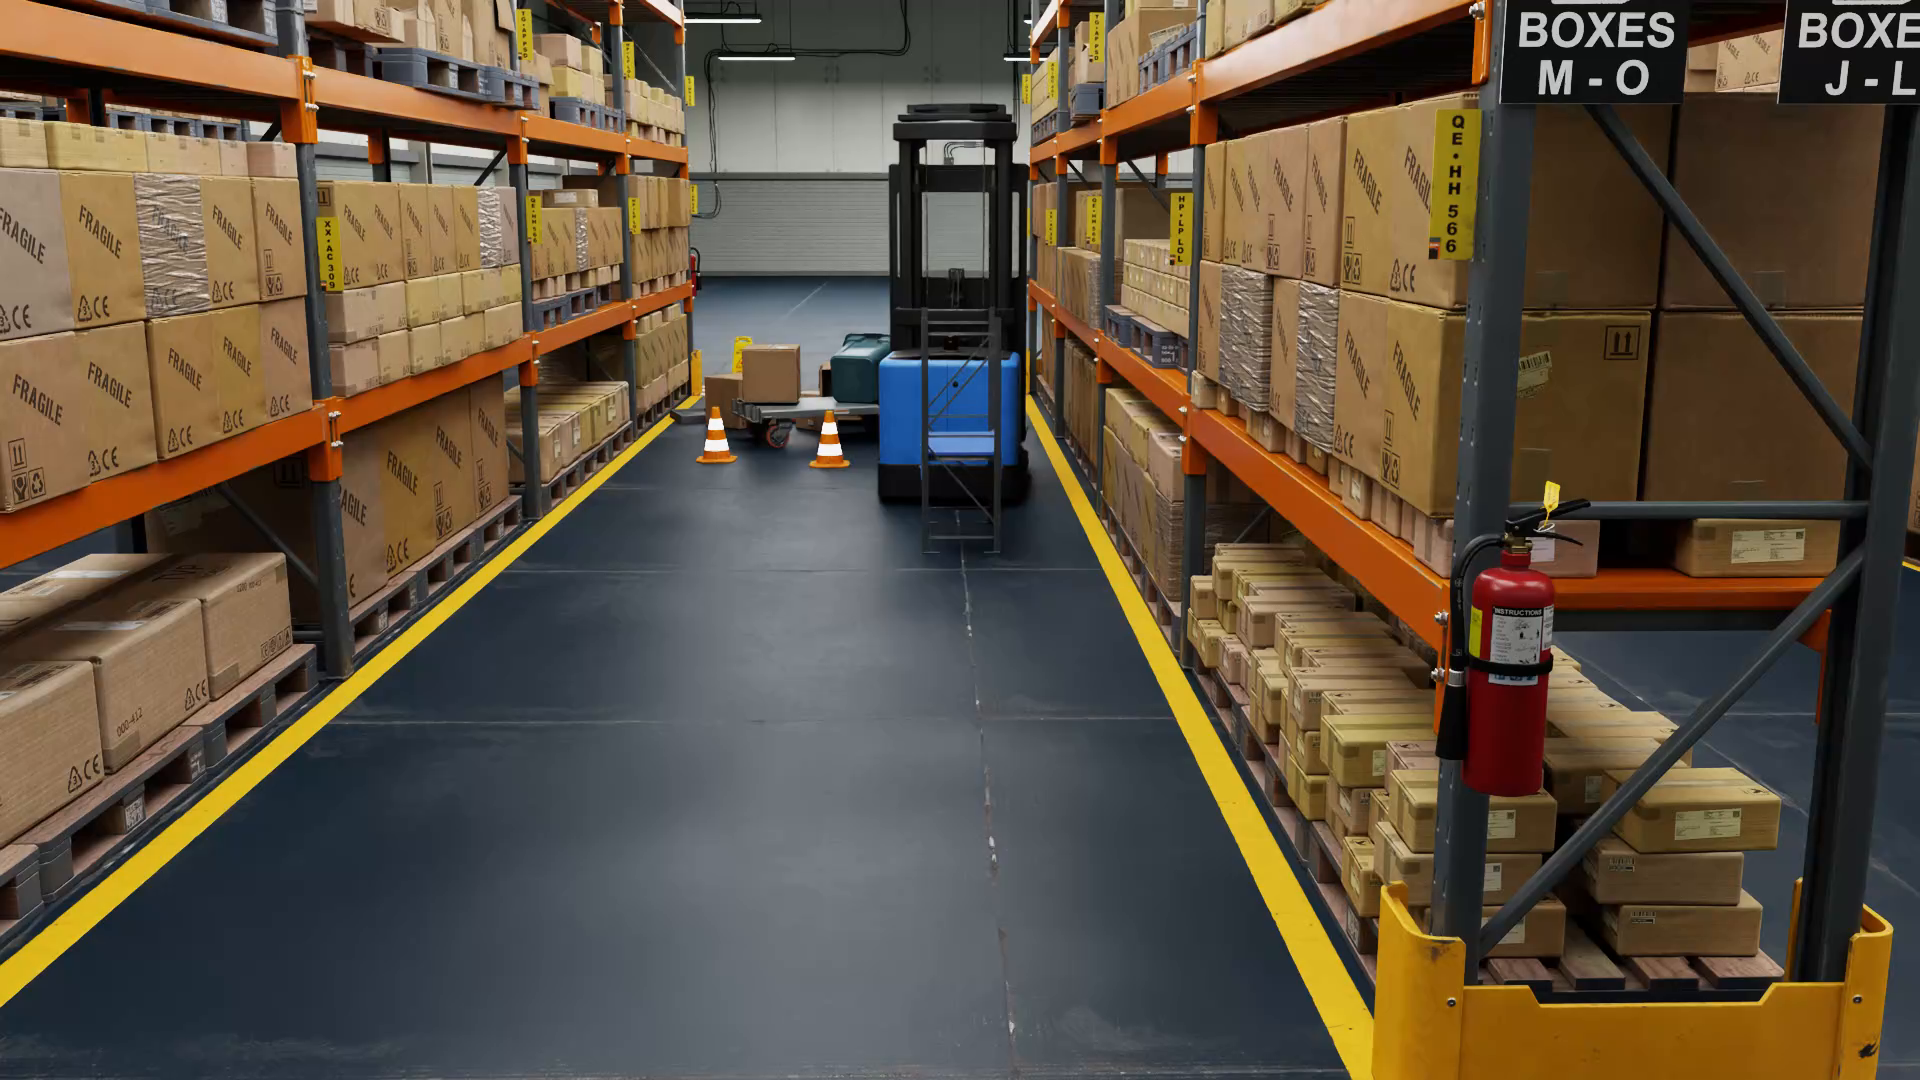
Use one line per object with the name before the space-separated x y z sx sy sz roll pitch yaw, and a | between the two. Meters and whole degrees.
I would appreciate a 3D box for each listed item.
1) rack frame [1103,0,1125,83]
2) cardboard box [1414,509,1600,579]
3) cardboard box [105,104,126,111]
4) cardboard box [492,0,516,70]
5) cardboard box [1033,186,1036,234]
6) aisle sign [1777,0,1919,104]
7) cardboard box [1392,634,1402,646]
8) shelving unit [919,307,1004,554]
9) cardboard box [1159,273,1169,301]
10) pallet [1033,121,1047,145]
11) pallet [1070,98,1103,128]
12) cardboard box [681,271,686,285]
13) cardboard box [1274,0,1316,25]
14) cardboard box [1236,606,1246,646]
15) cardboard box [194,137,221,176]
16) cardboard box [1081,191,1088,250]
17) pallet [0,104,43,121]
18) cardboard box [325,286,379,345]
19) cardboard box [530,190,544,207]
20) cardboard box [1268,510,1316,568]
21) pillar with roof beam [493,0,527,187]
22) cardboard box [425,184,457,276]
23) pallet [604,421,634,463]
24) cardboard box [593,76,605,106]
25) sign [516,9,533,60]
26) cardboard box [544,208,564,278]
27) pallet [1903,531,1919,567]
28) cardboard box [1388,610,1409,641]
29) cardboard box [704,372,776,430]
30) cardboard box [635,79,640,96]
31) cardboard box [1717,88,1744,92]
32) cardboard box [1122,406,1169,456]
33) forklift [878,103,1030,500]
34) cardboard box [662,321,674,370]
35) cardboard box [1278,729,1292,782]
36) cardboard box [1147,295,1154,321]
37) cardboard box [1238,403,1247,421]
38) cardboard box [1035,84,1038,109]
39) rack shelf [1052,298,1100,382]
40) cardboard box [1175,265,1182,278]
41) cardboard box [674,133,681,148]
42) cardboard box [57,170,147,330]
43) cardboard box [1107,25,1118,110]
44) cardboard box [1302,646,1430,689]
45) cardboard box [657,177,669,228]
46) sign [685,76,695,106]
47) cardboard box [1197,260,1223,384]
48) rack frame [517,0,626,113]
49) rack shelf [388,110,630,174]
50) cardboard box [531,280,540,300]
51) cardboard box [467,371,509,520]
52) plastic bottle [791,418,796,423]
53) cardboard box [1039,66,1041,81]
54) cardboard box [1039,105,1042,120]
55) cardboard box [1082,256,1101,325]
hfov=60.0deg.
rack frame | 1.484 -4.592 11.060 1.000 3.000 0.127 0 11 -1
cardboard box | 1.360 -0.002 4.157 0.380 0.149 0.250 0 11 -1
cardboard box | -8.281 -4.233 15.751 0.500 0.311 0.500 0 11 0
cardboard box | -3.304 -3.263 10.741 0.797 0.503 0.637 -1 12 -5
cardboard box | 1.288 -3.771 19.008 0.875 0.550 0.550 0 11 -1
aisle sign | 1.951 -1.322 3.494 0.394 0.787 0.004 0 11 -1
cardboard box | 1.864 0.458 6.623 0.380 0.149 0.250 0 11 0
shelving unit | -0.002 -0.752 10.994 0.538 1.500 1.048 0 11 -1
cardboard box | 1.330 -1.425 9.368 0.380 0.149 0.250 0 11 -1
pallet | 1.345 -4.521 18.479 1.003 0.211 1.213 0 11 -1
pallet | 1.392 -3.379 13.102 1.003 0.211 1.213 0 11 1
cardboard box | -3.290 -2.955 18.713 0.380 0.149 0.250 0 11 -2
cardboard box | 1.330 -1.853 5.481 0.500 0.250 0.500 0 11 1
cardboard box | 1.391 0.361 7.104 0.380 0.149 0.250 0 11 -1
cardboard box | -3.163 -1.511 6.564 0.380 0.149 0.250 0 11 -1
cardboard box | 1.430 -2.785 14.476 0.700 0.500 0.500 0 11 -2
pallet | -8.477 -3.586 14.129 0.805 0.209 1.217 -1 11 -3
cardboard box | -3.107 -1.076 7.940 0.500 0.250 0.500 -1 11 -3
cardboard box | -3.889 -3.030 14.763 0.380 0.149 0.250 0 11 -1
cardboard box | 1.817 0.015 8.673 0.500 0.500 0.500 0 11 1
pillar with roof beam | -5.545 -9.574 35.619 9.100 9.000 0.548 0 11 -1
cardboard box | -3.165 -1.747 9.361 0.500 0.500 0.500 0 11 -2
pallet | -3.528 -0.885 14.891 1.003 0.211 1.213 0 11 -1
cardboard box | -3.388 -3.893 14.482 0.500 0.250 0.500 0 11 -2
sign | -2.908 -3.374 11.103 0.100 0.325 0.005 0 11 -1
cardboard box | -3.258 -2.206 12.332 0.500 0.500 0.500 0 11 2
pallet | 6.409 0.114 9.969 1.003 0.211 1.213 0 11 -1
cardboard box | 1.917 0.318 6.564 0.380 0.149 0.250 -1 11 -4
cardboard box | -2.207 -1.401 16.702 0.500 0.500 0.500 9 15 38
cardboard box | -3.256 -4.312 15.852 0.380 0.149 0.250 -1 11 -3
cardboard box | 6.159 -3.340 12.813 0.500 0.250 0.500 0 11 0
cardboard box | 1.264 -0.663 10.126 0.500 0.250 0.500 0 11 -1
forklift | 0.001 -1.980 13.448 1.130 2.935 3.031 1 11 3
cardboard box | -3.333 -2.065 17.667 0.500 0.500 0.500 -1 11 -2
cardboard box | 1.333 0.769 5.840 0.380 0.149 0.250 0 11 0
cardboard box | 1.321 -1.381 9.898 0.380 0.149 0.250 0 11 0
cardboard box | 1.383 -0.572 6.966 0.380 0.149 0.250 -1 11 -4
cardboard box | 1.084 -4.841 18.155 0.500 0.250 0.500 0 11 -2
rack shelf | 1.443 -1.697 13.688 1.077 0.370 4.000 0 11 -1
cardboard box | 1.348 -1.467 8.824 0.380 0.149 0.250 0 11 -1
cardboard box | -3.303 -4.429 18.436 0.380 0.149 0.250 0 11 -1
cardboard box | -3.070 -0.961 5.484 0.500 0.500 0.500 0 11 -1
cardboard box | 1.230 -3.056 10.783 0.500 0.500 0.500 0 11 -1
cardboard box | 1.407 0.475 5.790 0.380 0.149 0.250 -1 11 -3
cardboard box | -3.310 -3.381 16.667 0.700 0.500 0.500 0 11 -2
sign | -3.073 -5.104 18.901 0.100 0.325 0.005 0 11 -1
cardboard box | 1.325 -0.952 7.207 0.500 0.500 0.500 0 11 -2
rack frame | -3.545 -5.347 14.780 1.000 3.000 0.127 0 11 -1
rack shelf | -3.504 -3.126 13.190 1.077 0.370 4.000 0 11 -1
cardboard box | -3.256 -1.816 12.040 0.380 0.149 0.250 -1 12 -5
cardboard box | -3.531 -0.638 10.948 0.875 0.875 0.875 0 11 -2
plastic bottle | -1.697 -1.231 16.971 0.133 0.061 0.283 2 12 9
cardboard box | 1.033 -4.914 17.512 0.380 0.149 0.250 0 11 -2
cardboard box | 1.032 -4.523 17.591 0.380 0.149 0.250 0 11 -2
cardboard box | 1.198 -1.888 12.571 0.500 0.500 0.500 0 11 -1
